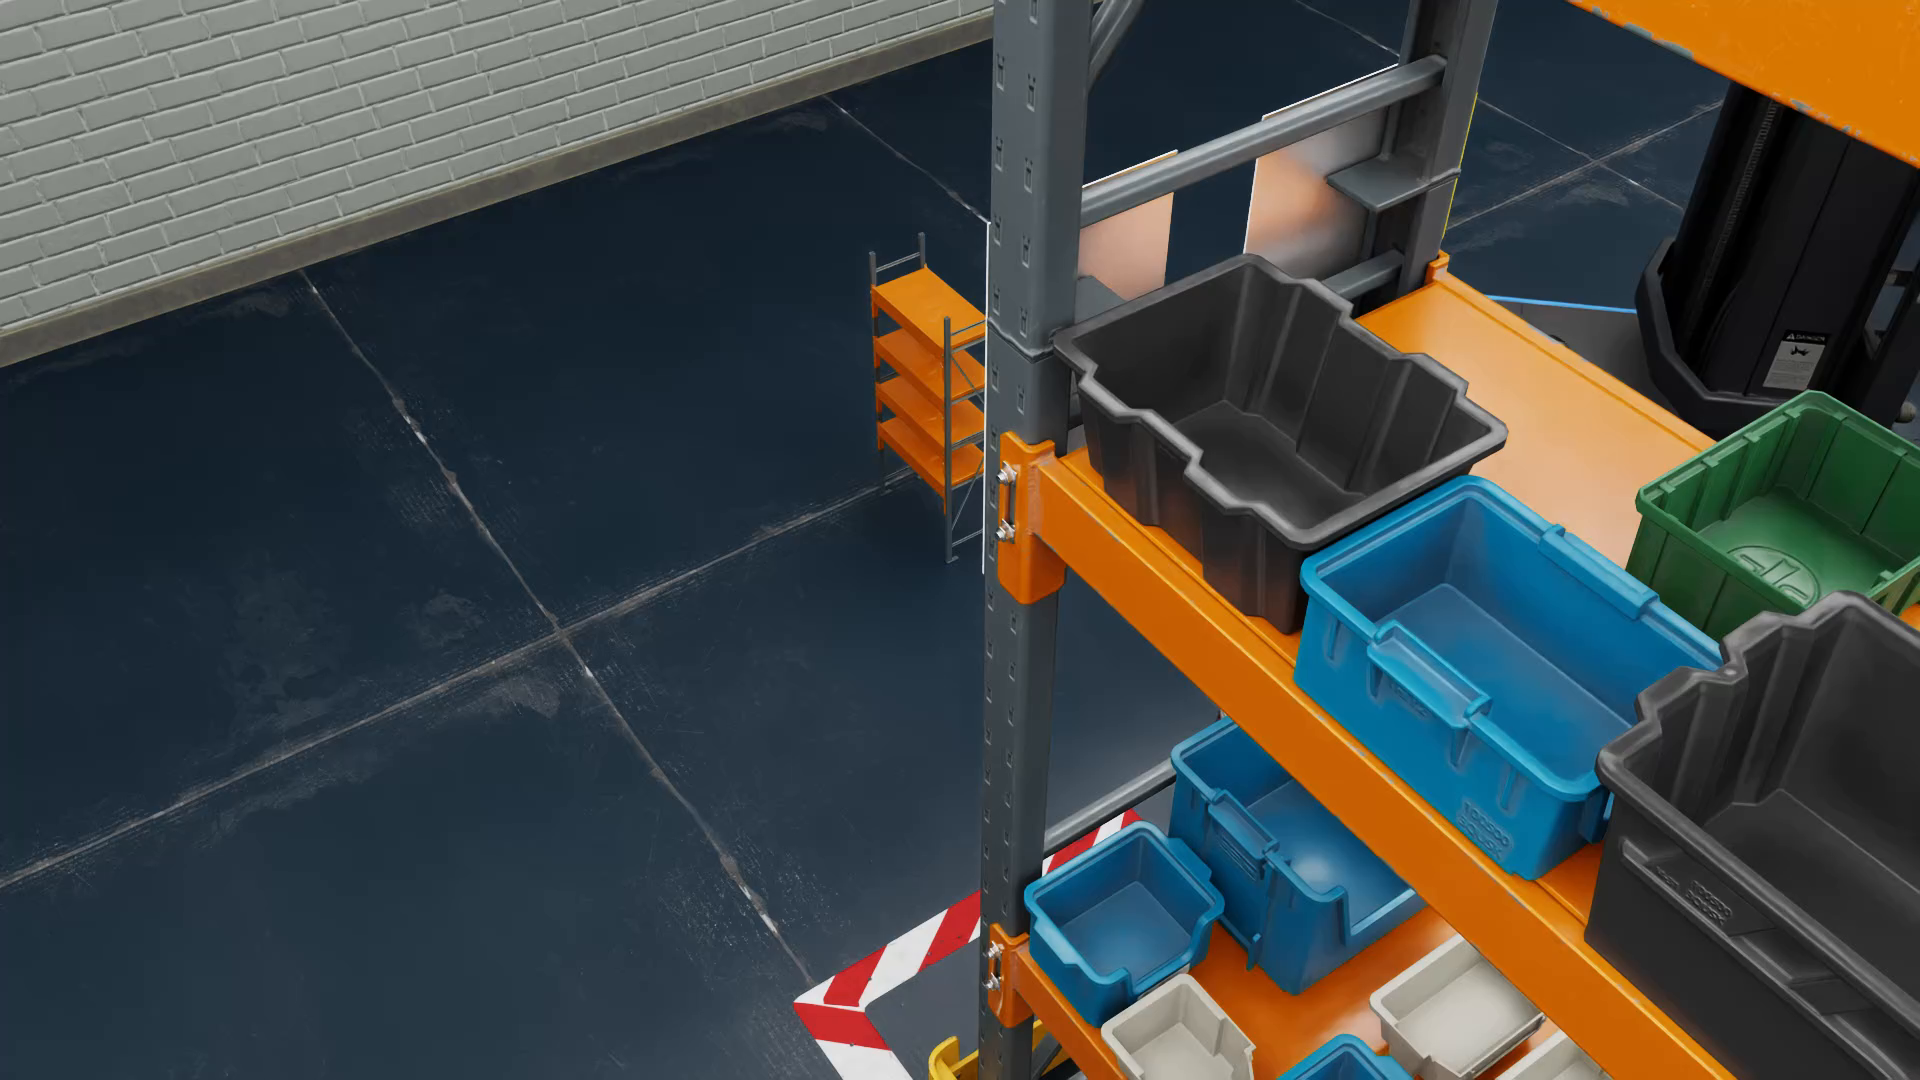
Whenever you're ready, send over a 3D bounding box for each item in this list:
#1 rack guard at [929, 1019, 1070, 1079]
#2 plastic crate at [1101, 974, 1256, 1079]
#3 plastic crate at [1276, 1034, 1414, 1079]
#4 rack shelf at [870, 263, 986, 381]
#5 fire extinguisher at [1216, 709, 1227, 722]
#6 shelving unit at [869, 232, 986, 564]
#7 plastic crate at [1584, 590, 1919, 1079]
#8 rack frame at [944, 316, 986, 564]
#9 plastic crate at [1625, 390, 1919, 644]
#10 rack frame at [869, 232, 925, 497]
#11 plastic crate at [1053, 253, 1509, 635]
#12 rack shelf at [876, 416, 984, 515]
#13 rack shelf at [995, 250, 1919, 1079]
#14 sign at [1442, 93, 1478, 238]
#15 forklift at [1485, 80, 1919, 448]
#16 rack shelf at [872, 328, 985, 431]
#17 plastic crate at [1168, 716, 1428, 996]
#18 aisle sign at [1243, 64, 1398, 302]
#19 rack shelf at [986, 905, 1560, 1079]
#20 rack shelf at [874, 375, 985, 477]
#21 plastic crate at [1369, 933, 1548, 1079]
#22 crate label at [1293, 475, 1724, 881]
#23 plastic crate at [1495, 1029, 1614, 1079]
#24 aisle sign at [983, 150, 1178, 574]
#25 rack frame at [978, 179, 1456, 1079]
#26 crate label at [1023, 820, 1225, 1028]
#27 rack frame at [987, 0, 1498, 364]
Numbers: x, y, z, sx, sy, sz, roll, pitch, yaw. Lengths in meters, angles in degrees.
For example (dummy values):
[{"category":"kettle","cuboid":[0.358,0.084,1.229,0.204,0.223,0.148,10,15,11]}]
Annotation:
[{"category":"rack guard","cuboid":[0.466,1.461,4.857,1.175,0.500,0.348,-26,49,-24]},{"category":"plastic crate","cuboid":[0.478,1.124,3.548,0.250,0.136,0.298,-26,49,-24]},{"category":"plastic crate","cuboid":[0.739,1.247,3.349,0.416,0.233,0.300,-26,49,-24]},{"category":"rack shelf","cuboid":[-0.095,-0.812,6.163,0.258,0.148,0.480,-26,49,-24]},{"category":"fire extinguisher","cuboid":[0.777,0.464,4.418,0.296,0.674,0.183,-26,49,-24]},{"category":"shelving unit","cuboid":[-0.095,-0.528,6.434,0.258,1.200,0.503,-26,49,-24]},{"category":"plastic crate","cuboid":[1.139,0.477,1.951,0.504,0.338,0.767,-26,49,-24]},{"category":"rack frame","cuboid":[0.045,-0.390,6.289,0.240,1.200,0.015,-26,49,-24]},{"category":"plastic crate","cuboid":[1.289,0.003,2.555,0.450,0.188,0.336,-26,49,-24]},{"category":"rack frame","cuboid":[-0.234,-0.666,6.579,0.240,1.200,0.015,-26,49,-24]},{"category":"plastic crate","cuboid":[0.482,-0.144,2.651,0.497,0.269,0.590,-26,49,-24]},{"category":"rack shelf","cuboid":[-0.095,-0.335,6.617,0.258,0.148,0.480,-26,49,-24]},{"category":"rack shelf","cuboid":[1.635,0.874,2.011,1.077,0.370,4.000,-26,49,-24]},{"category":"sign","cuboid":[0.933,-0.708,3.223,0.100,0.325,0.005,-26,49,-24]},{"category":"forklift","cuboid":[3.116,-0.717,5.378,3.031,2.935,1.130,7,44,7]},{"category":"rack shelf","cuboid":[-0.095,-0.641,6.326,0.258,0.148,0.480,-26,49,-24]},{"category":"plastic crate","cuboid":[0.836,0.647,3.831,0.616,0.435,0.499,-26,49,-24]},{"category":"aisle sign","cuboid":[0.690,-0.531,3.251,0.394,0.787,0.004,-26,49,-24]},{"category":"rack shelf","cuboid":[1.635,1.959,3.047,1.077,0.370,4.000,-26,49,-24]},{"category":"rack shelf","cuboid":[-0.095,-0.479,6.480,0.258,0.148,0.480,-26,49,-24]},{"category":"plastic crate","cuboid":[1.106,1.030,3.647,0.396,0.136,0.243,-26,49,-24]},{"category":"crate label","cuboid":[0.754,0.185,2.320,0.408,0.251,0.502,-26,49,-24]},{"category":"plastic crate","cuboid":[1.260,1.200,3.469,0.396,0.136,0.243,-26,49,-24]},{"category":"aisle sign","cuboid":[0.206,-0.298,3.007,0.394,0.787,0.004,-26,49,-24]},{"category":"rack frame","cuboid":[0.491,0.566,3.985,1.000,3.000,0.127,-26,49,-24]},{"category":"crate label","cuboid":[0.362,0.875,3.739,0.416,0.233,0.303,-26,49,-24]},{"category":"rack frame","cuboid":[0.491,-1.604,1.914,1.000,3.000,0.127,-26,49,-24]}]
